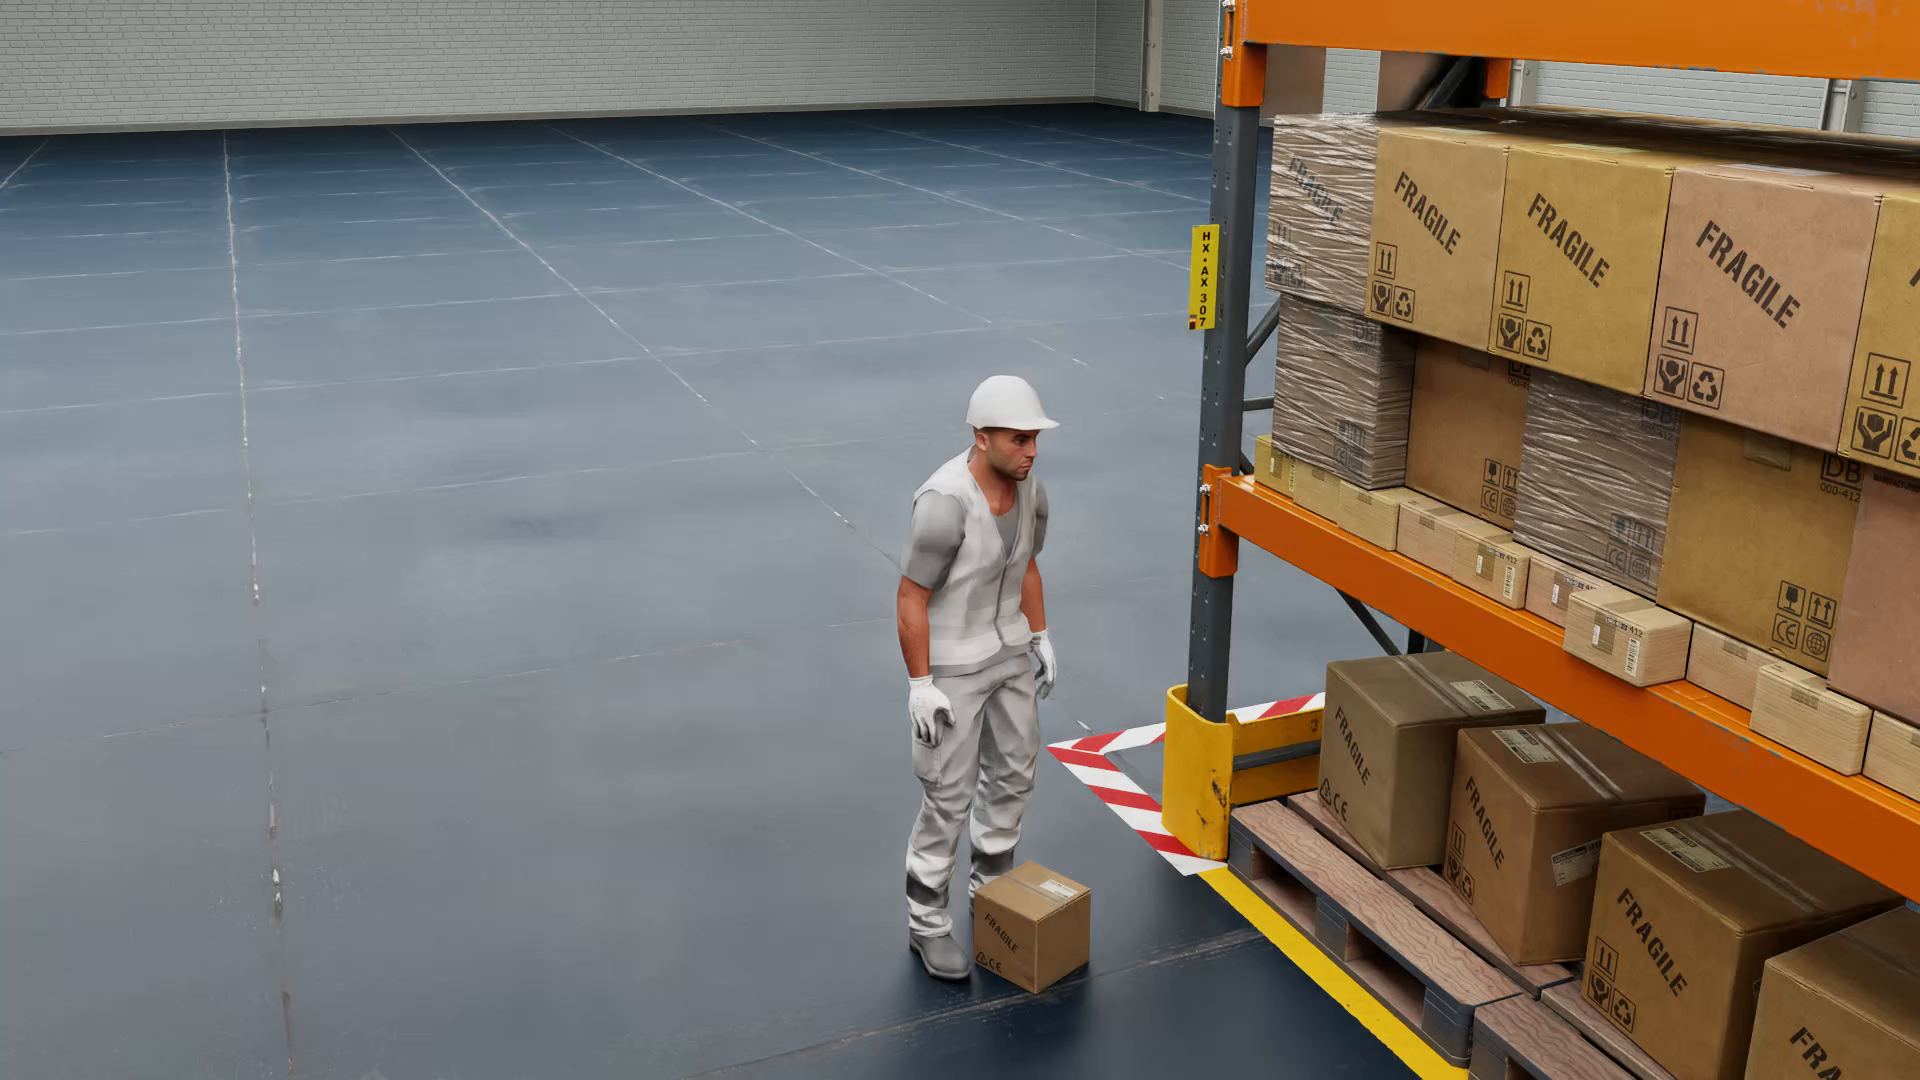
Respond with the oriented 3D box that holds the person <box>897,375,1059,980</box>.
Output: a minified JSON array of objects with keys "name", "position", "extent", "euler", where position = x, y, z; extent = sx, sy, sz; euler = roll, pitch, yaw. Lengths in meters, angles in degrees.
[{"name":"person","position":[0.067,0.381,4.910],"extent":[0.453,1.778,0.616],"euler":[17,25,41]}]
